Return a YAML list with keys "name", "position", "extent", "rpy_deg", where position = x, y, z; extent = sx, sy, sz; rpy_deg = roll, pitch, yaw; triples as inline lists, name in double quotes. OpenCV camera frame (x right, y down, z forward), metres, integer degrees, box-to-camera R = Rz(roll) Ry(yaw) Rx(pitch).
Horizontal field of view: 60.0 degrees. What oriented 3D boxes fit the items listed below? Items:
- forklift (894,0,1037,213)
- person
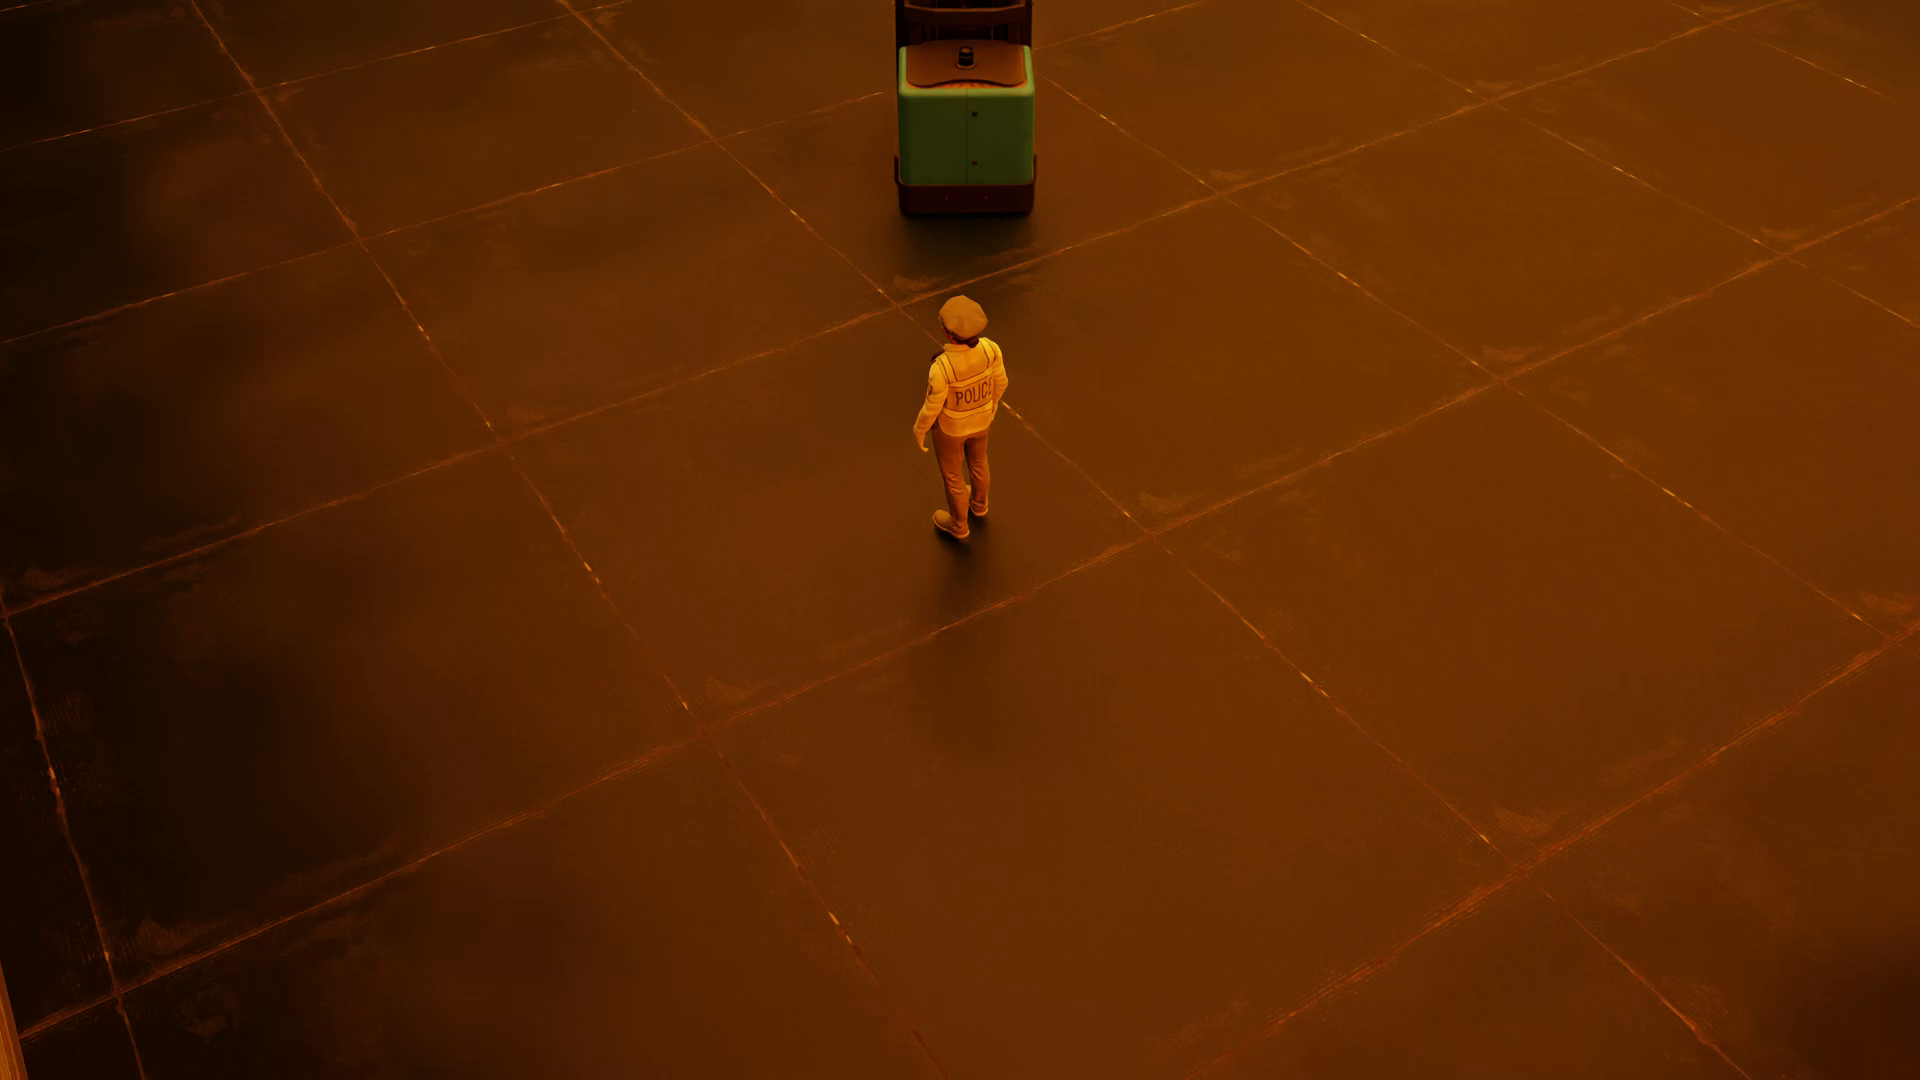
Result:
- name: "forklift"
  position: [0.023, -4.583, 13.115]
  extent: [1.130, 2.935, 3.031]
  rpy_deg: [-1, 41, -1]
- name: "person"
  position: [-0.031, -0.714, 9.556]
  extent: [0.586, 1.694, 0.530]
  rpy_deg: [-23, 46, -24]
